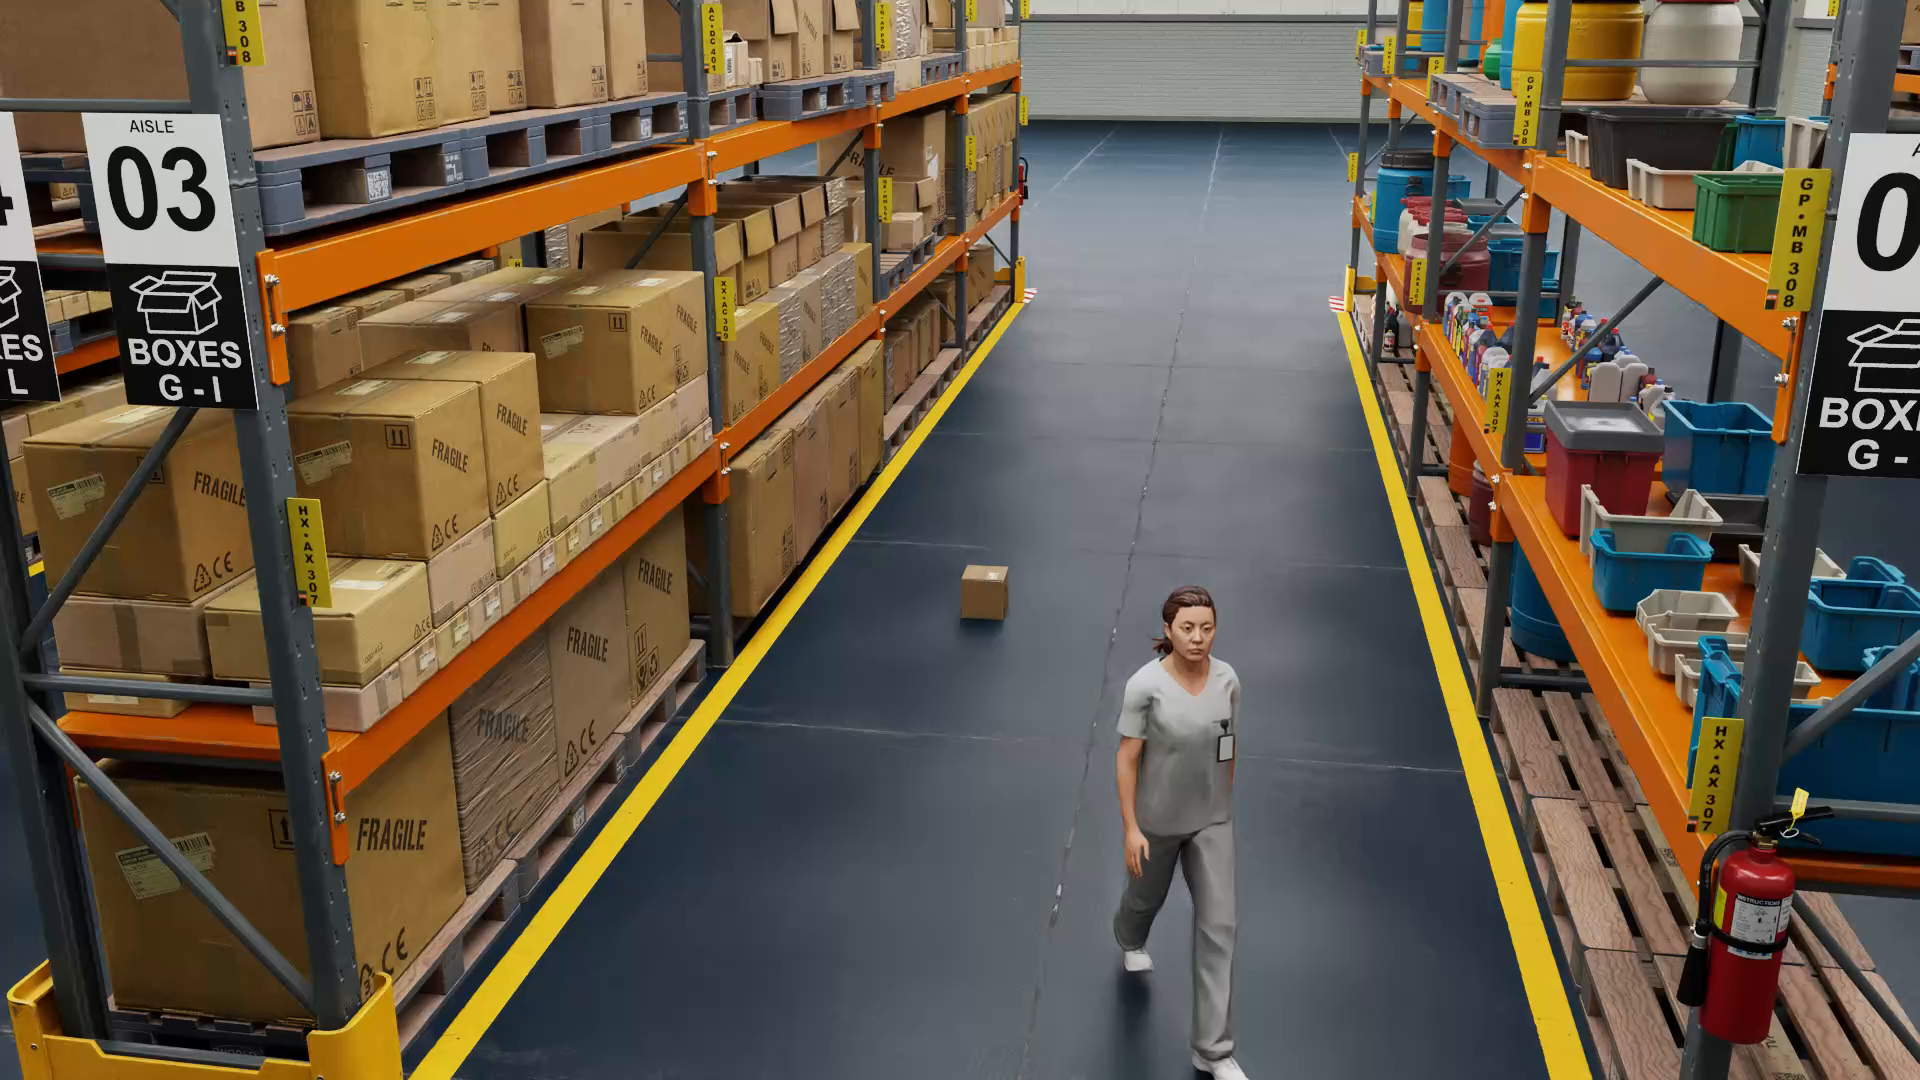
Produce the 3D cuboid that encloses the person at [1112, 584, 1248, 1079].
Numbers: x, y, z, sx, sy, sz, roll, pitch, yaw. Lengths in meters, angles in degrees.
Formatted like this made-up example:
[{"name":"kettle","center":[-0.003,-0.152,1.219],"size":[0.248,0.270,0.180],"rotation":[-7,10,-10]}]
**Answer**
[{"name":"person","center":[0.743,0.943,5.652],"size":[0.459,1.625,1.013],"rotation":[-3,18,-9]}]
